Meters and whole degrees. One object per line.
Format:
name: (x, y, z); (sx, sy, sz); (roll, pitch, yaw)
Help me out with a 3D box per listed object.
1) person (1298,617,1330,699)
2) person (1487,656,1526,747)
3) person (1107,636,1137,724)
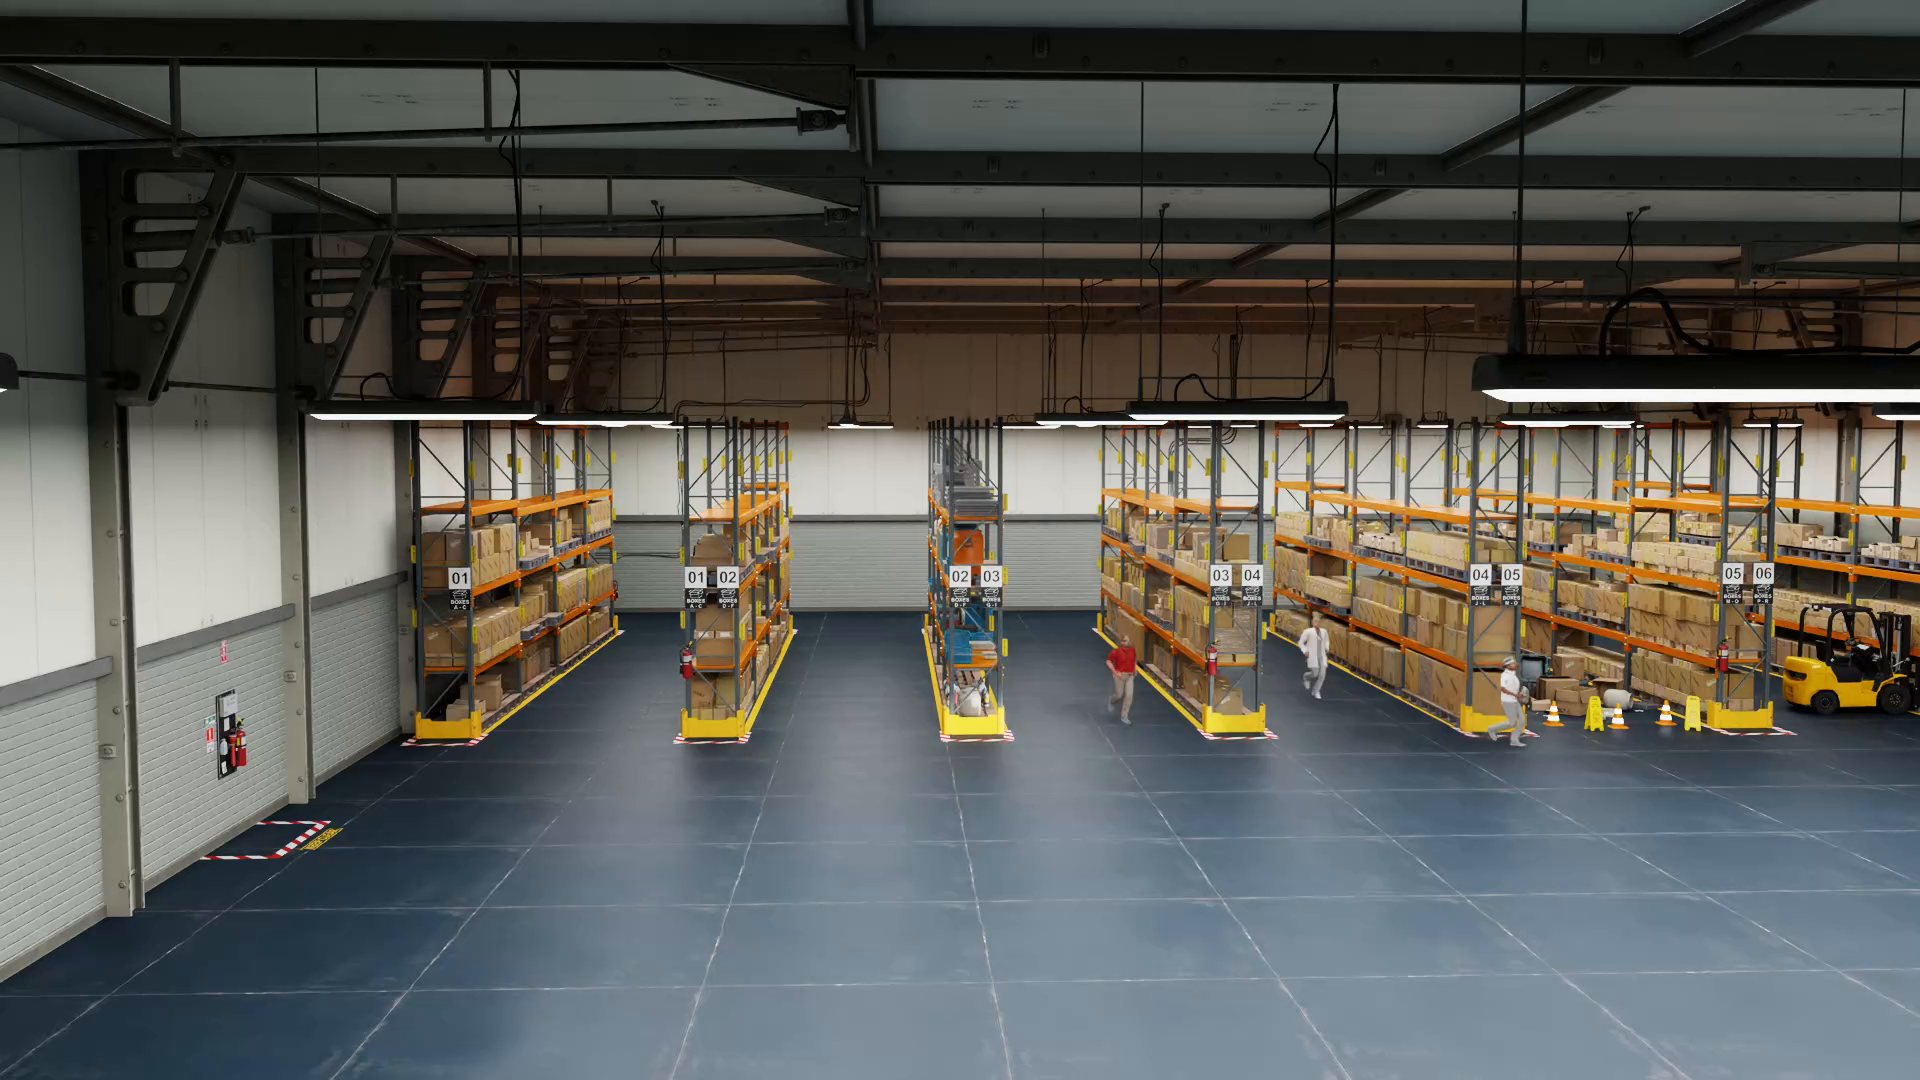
person: (7.673, 2.530, 35.938); (0.724, 1.752, 0.653); (-1, 4, -14)
person: (9.970, 2.919, 30.247); (0.680, 1.655, 0.580); (2, 4, 31)
person: (3.226, 2.739, 32.971); (0.688, 1.714, 0.823); (-2, 4, -22)
